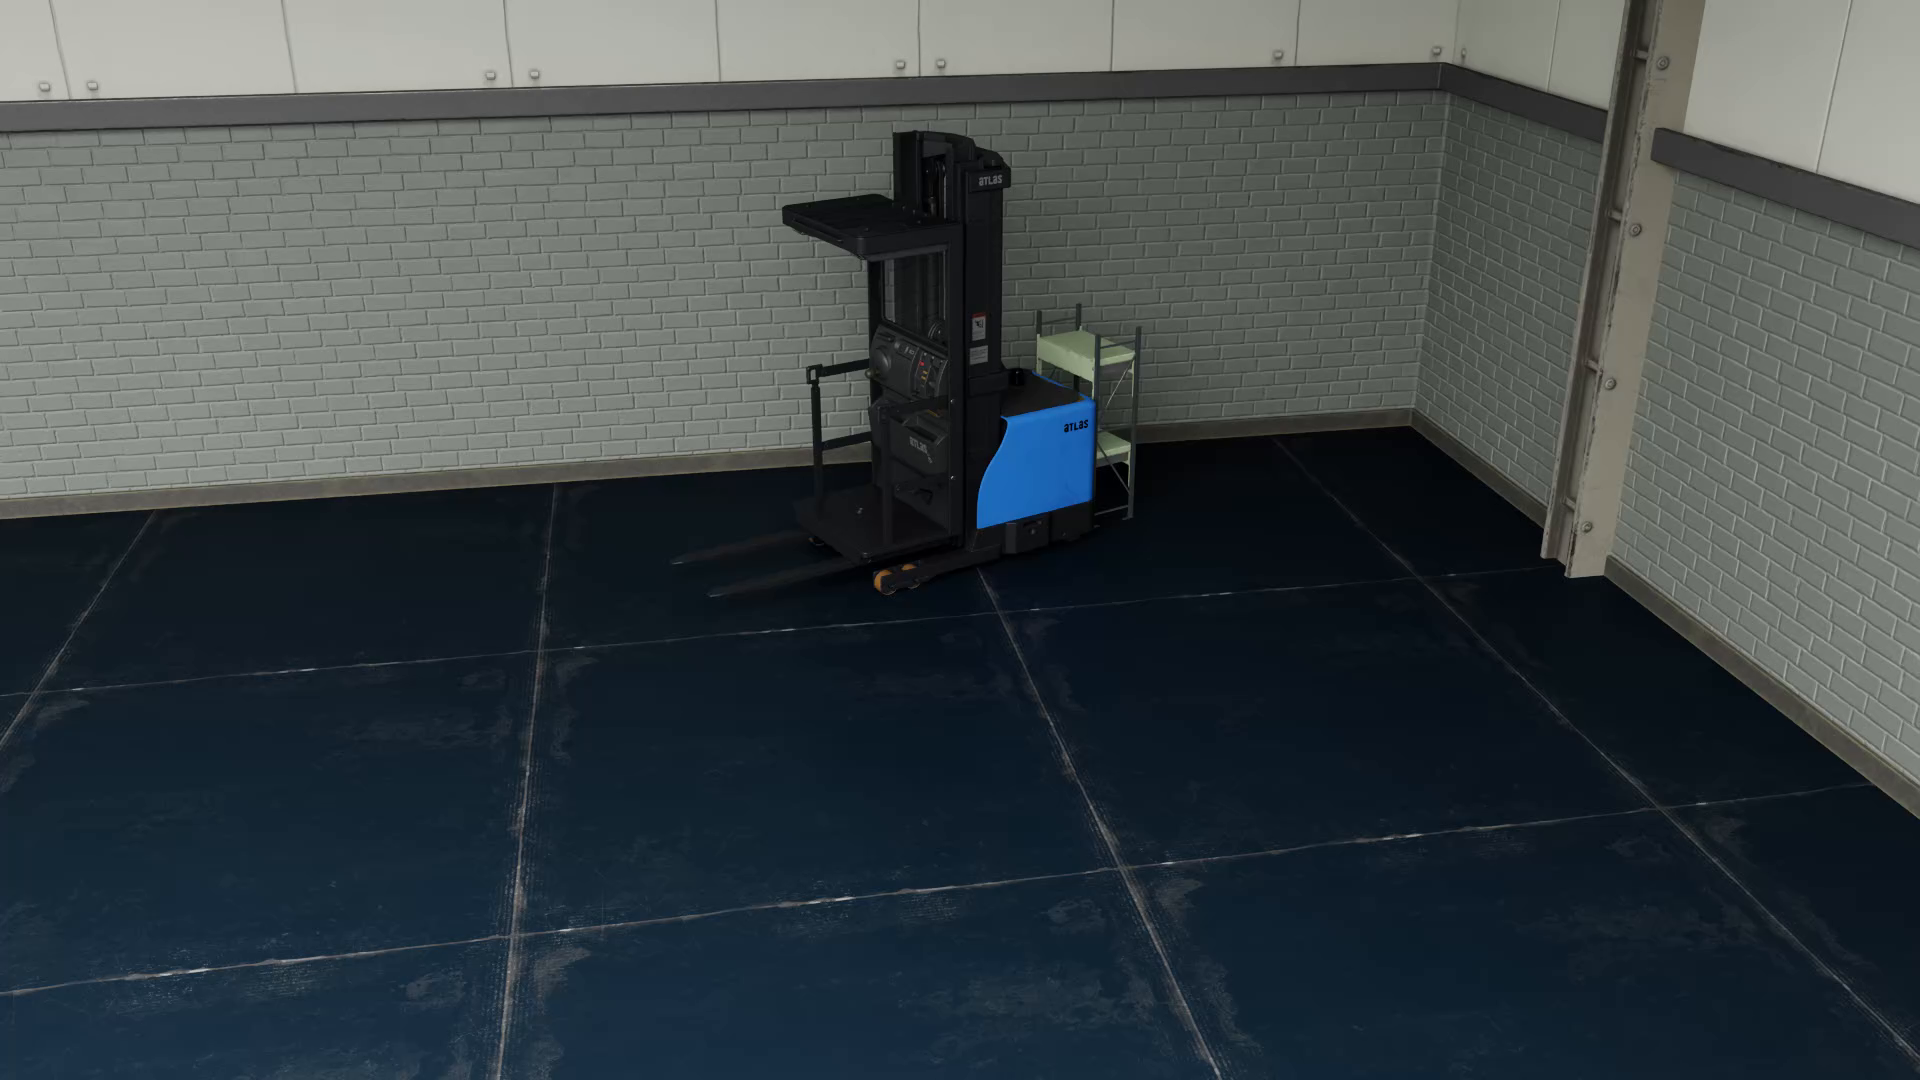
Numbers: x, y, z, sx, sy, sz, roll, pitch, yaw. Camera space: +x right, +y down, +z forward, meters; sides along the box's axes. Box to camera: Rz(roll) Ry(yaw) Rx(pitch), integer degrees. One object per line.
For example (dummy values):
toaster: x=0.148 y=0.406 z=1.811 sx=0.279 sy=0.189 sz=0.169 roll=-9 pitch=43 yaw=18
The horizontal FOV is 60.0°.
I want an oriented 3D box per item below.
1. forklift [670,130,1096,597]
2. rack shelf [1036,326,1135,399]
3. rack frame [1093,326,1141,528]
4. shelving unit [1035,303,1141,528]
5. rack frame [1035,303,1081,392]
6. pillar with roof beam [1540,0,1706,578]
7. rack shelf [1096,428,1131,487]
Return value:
forklift: x=-0.531 y=-1.208 z=11.354 sx=3.031 sy=2.935 sz=1.130 roll=-14 pitch=27 yaw=-29
rack shelf: x=0.943 y=-1.299 z=12.375 sx=0.431 sy=0.370 sz=0.720 roll=-14 pitch=27 yaw=-29
rack frame: x=1.139 y=-0.818 z=12.248 sx=0.400 sy=1.500 sz=0.023 roll=-14 pitch=27 yaw=-29
shelving unit: x=0.943 y=-0.941 z=12.531 sx=0.431 sy=1.500 sz=0.755 roll=-14 pitch=27 yaw=-29
rack frame: x=0.746 y=-1.065 z=12.814 sx=0.400 sy=1.500 sz=0.023 roll=-14 pitch=27 yaw=-29
pillar with roof beam: x=0.140 y=-3.628 z=9.315 sx=9.100 sy=9.000 sz=0.400 roll=-4 pitch=24 yaw=-10
rack shelf: x=0.943 y=-0.642 z=12.661 sx=0.431 sy=0.370 sz=0.720 roll=-14 pitch=27 yaw=-29
